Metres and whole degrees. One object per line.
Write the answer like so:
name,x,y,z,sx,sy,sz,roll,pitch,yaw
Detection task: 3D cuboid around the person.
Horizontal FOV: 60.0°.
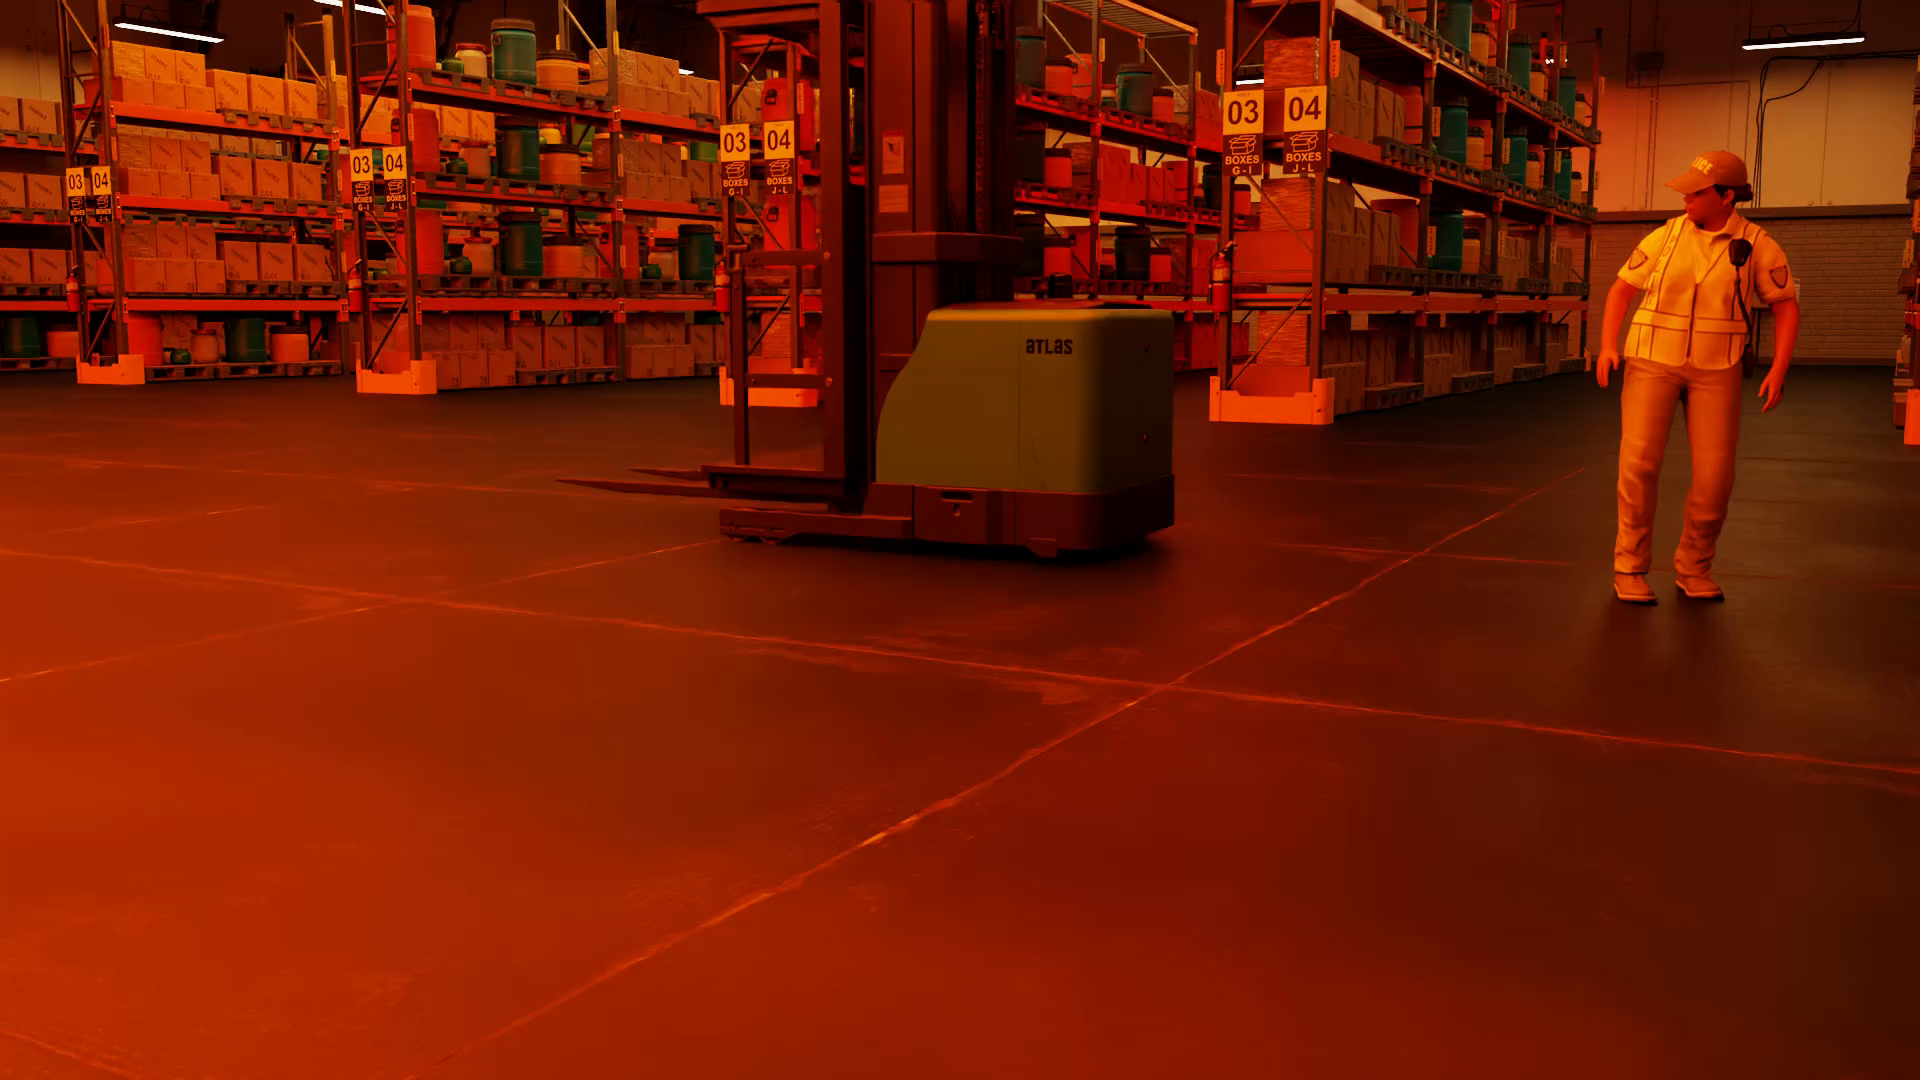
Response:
person,2.725,-0.599,6.160,0.687,1.646,0.514,3,8,19

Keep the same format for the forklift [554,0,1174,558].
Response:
forklift,-0.553,-1.488,7.874,3.031,2.935,1.130,4,9,26
